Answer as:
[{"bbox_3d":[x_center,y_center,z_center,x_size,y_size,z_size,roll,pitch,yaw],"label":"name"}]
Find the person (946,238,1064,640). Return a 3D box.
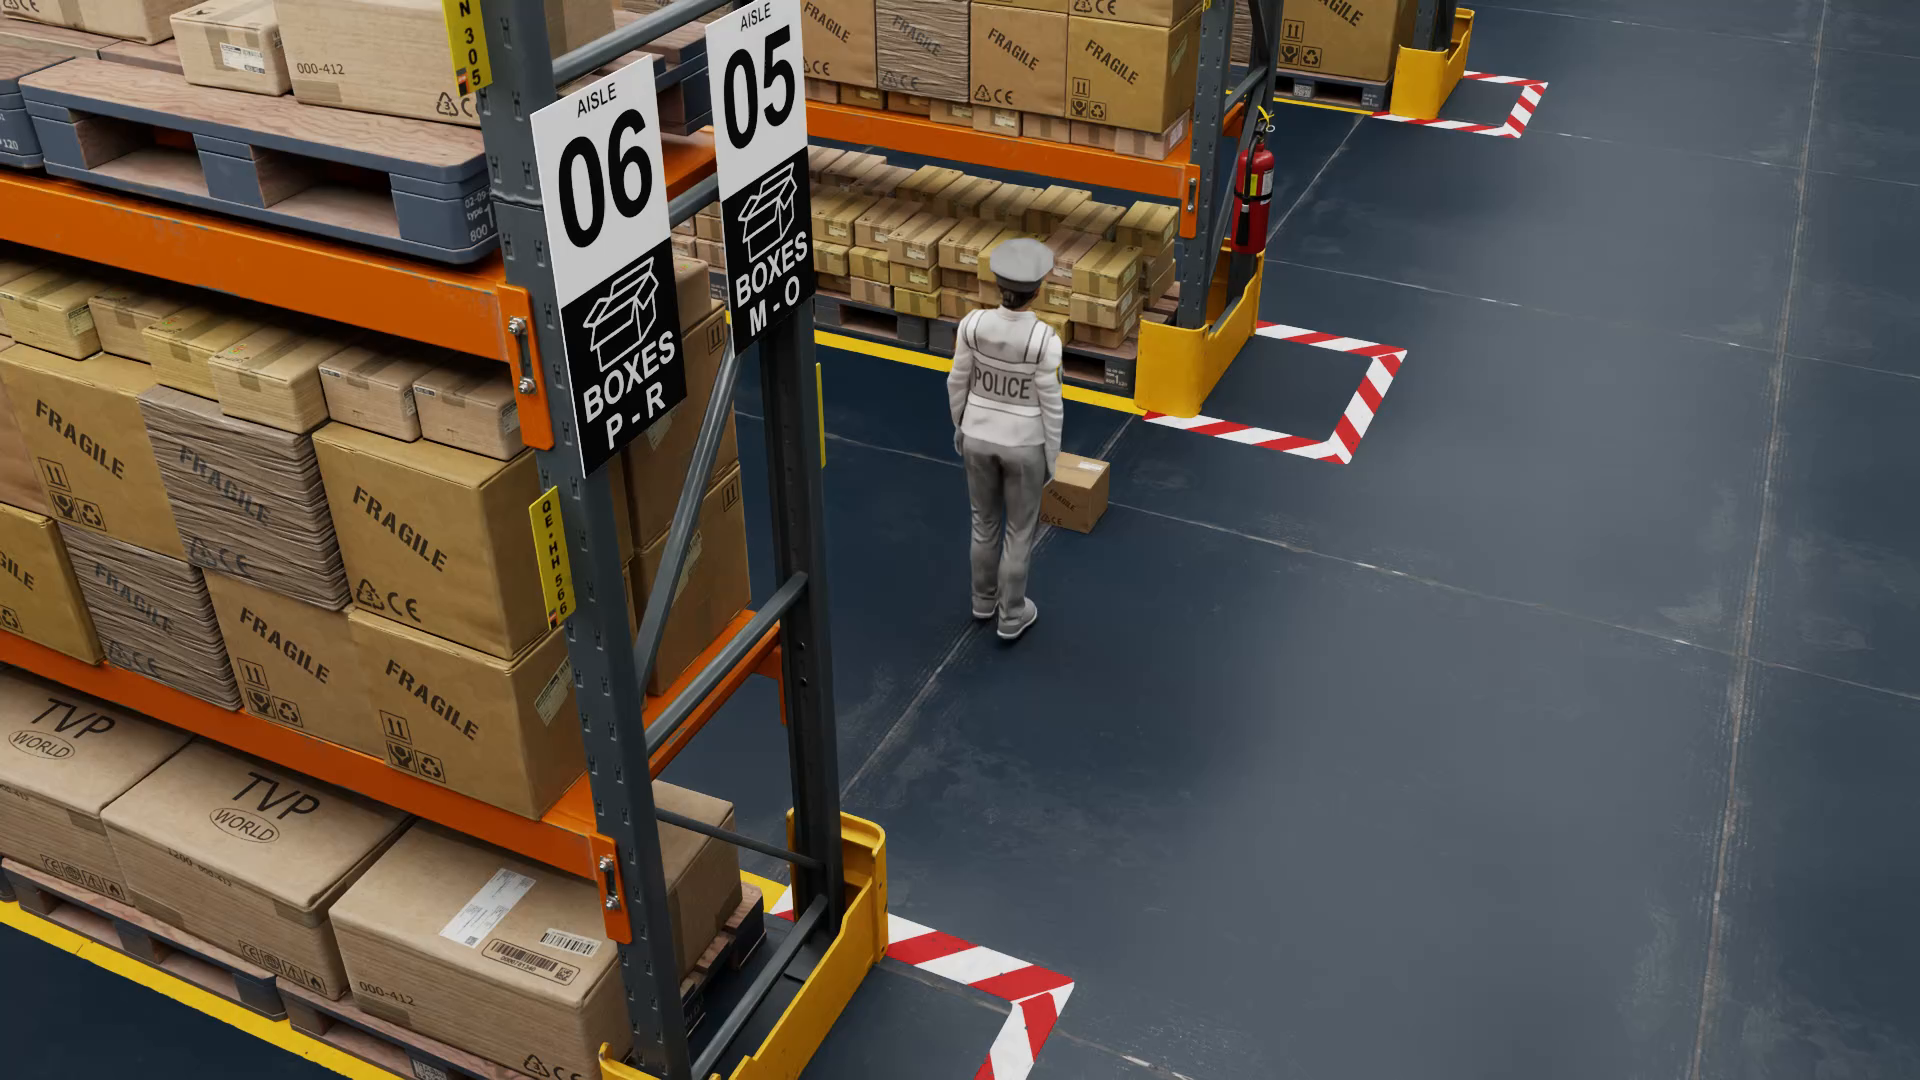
[{"bbox_3d":[0.175,-0.372,6.677,0.496,1.696,0.408,13,36,19],"label":"person"}]
